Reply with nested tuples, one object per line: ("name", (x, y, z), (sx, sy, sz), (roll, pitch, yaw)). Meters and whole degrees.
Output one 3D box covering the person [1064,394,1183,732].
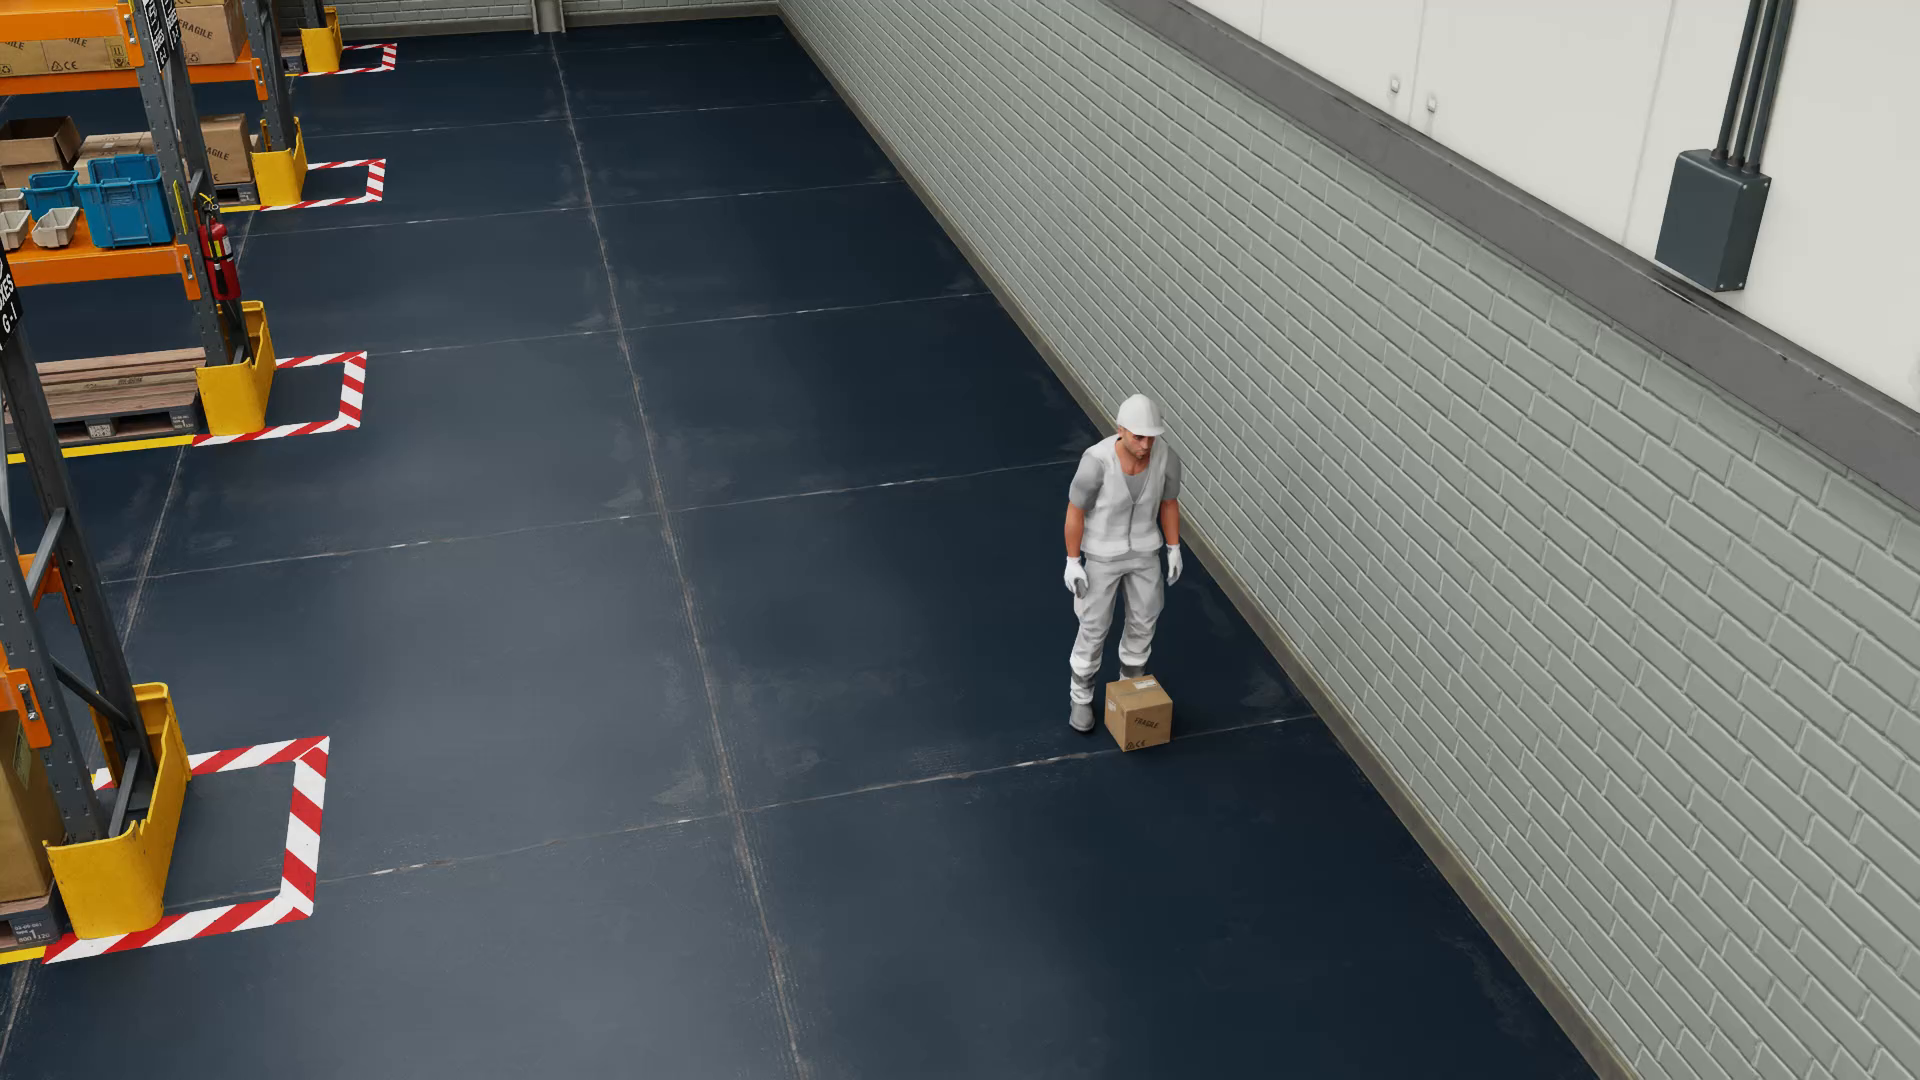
("person", (0.791, 0.093, 8.065), (0.609, 1.780, 0.448), (-8, 31, -13))
